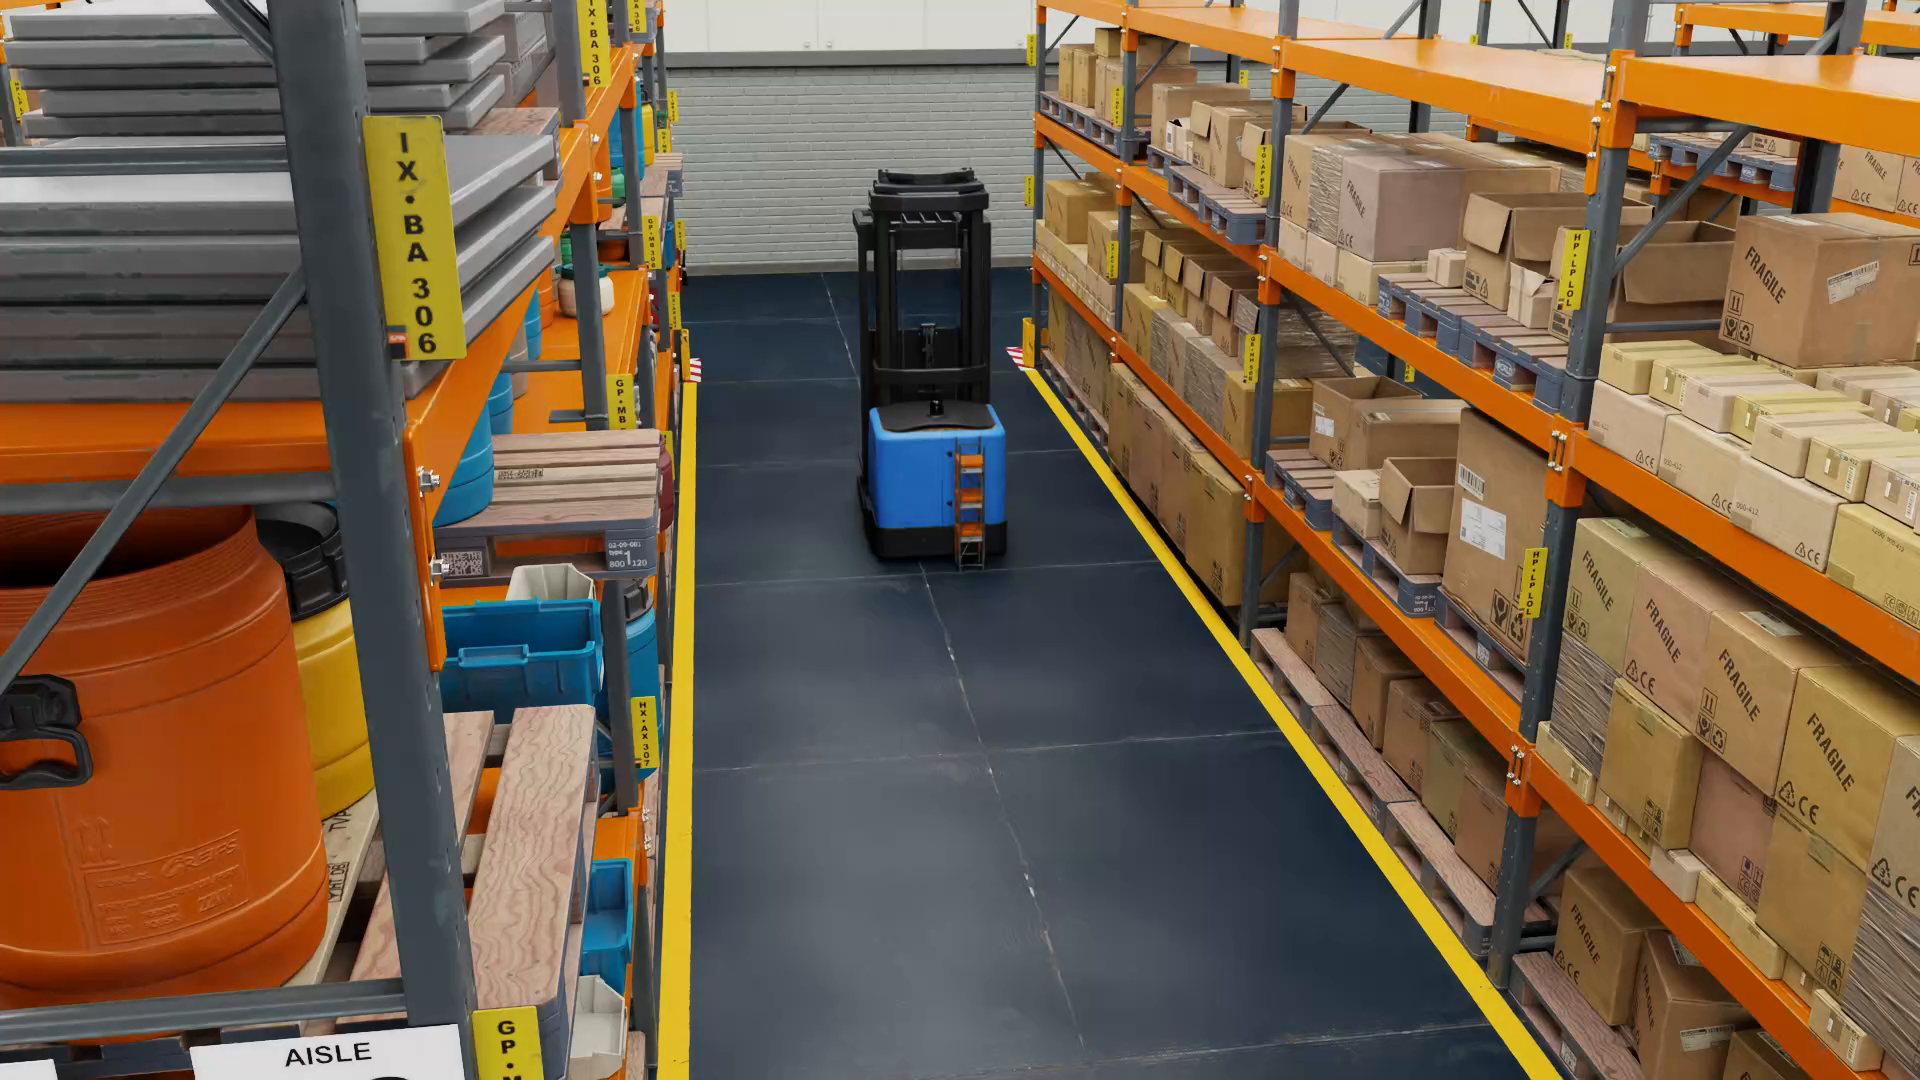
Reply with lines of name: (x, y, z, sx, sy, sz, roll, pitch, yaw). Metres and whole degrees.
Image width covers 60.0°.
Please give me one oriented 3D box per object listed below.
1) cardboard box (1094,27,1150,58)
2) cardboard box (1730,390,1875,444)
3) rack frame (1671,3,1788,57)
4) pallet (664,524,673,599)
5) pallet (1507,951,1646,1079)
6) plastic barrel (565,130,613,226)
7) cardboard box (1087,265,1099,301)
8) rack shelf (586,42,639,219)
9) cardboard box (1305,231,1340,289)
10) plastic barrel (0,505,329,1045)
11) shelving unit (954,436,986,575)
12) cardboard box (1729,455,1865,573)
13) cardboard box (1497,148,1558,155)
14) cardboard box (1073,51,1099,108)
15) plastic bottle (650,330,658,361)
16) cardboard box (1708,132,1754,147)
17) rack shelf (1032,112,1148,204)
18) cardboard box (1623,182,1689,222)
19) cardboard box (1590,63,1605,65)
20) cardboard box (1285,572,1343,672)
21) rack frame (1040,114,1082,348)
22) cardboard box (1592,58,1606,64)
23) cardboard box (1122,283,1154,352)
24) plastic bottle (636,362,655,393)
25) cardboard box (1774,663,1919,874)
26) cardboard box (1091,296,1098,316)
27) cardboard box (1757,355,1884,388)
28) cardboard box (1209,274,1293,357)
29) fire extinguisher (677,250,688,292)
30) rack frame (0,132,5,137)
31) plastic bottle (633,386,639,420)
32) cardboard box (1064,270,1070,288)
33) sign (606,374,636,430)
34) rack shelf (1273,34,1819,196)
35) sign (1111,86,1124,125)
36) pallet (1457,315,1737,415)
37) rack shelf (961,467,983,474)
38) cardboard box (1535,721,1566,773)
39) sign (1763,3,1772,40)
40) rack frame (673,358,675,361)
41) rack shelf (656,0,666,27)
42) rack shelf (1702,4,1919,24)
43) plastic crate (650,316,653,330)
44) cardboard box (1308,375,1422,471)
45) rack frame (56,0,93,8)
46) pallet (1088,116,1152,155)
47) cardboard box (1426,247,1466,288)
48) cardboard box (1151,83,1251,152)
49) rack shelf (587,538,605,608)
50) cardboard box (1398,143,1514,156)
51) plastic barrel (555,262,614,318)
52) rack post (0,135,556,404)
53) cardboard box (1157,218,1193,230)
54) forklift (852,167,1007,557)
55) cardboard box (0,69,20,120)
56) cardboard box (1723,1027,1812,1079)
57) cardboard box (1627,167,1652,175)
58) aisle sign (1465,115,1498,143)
cardboard box: (1.602, -4.799, 16.032, 0.500, 0.250, 0.500, -4, 21, -9)
cardboard box: (2.995, -0.424, 5.921, 0.380, 0.149, 0.250, -2, 21, -6)
rack frame: (6.820, -5.092, 14.489, 1.000, 3.000, 0.127, -3, 21, -8)
pallet: (-2.755, 0.182, 12.927, 1.003, 0.211, 1.213, -3, 21, -8)
pallet: (3.183, 2.240, 7.417, 1.003, 0.211, 1.213, -3, 21, -8)
plastic barrel: (-2.506, -2.432, 10.439, 0.600, 0.830, 0.708, -3, 21, -8)
cardboard box: (1.497, -2.455, 15.790, 0.500, 0.250, 0.500, -2, 21, -6)
rack shelf: (-2.139, -2.026, 7.878, 1.077, 0.370, 4.000, -3, 21, -8)
cardboard box: (2.364, -1.663, 9.810, 0.500, 0.250, 0.500, -2, 21, -6)
plastic barrel: (-1.470, 0.373, 2.930, 0.600, 0.830, 0.708, -3, 21, -8)
shelving unit: (0.077, -0.269, 12.935, 0.215, 1.050, 0.252, -2, 21, -7)
cardboard box: (3.004, -0.108, 5.644, 0.500, 0.250, 0.500, -4, 21, -10)
cardboard box: (6.125, -3.978, 18.083, 0.500, 0.500, 0.500, -2, 21, -6)
cardboard box: (1.533, -4.592, 16.552, 0.700, 0.500, 0.500, -4, 21, -11)
plastic bottle: (-2.627, -1.639, 13.994, 0.152, 0.276, 0.135, -3, 21, -8)
cardboard box: (6.739, -3.527, 14.112, 0.500, 0.311, 0.500, -3, 21, -9)
rack shelf: (1.609, -3.827, 16.418, 1.077, 0.370, 4.000, -3, 21, -8)
cardboard box: (6.485, -3.086, 15.694, 0.500, 0.500, 0.500, -4, 21, -10)
cardboard box: (6.236, -4.666, 16.564, 0.380, 0.149, 0.250, -3, 21, -9)
cardboard box: (2.590, 0.514, 10.997, 0.700, 0.500, 0.500, -4, 21, -11)
rack frame: (1.324, -3.452, 18.671, 0.949, 2.616, 0.053, -3, 21, -8)
cardboard box: (6.736, -4.877, 17.131, 0.380, 0.149, 0.250, -2, 21, -7)
cardboard box: (1.716, -1.942, 14.485, 0.500, 0.500, 0.500, -3, 21, -8)
plastic bottle: (-2.482, -1.291, 13.063, 0.152, 0.276, 0.135, -3, 21, -8)
cardboard box: (3.092, 0.736, 5.462, 0.500, 0.500, 0.500, -3, 21, -8)
cardboard box: (1.455, -2.216, 15.722, 0.380, 0.149, 0.250, -3, 21, -9)
cardboard box: (3.332, -0.624, 6.456, 0.380, 0.149, 0.250, -3, 21, -7)
cardboard box: (2.294, -1.678, 12.346, 0.797, 0.503, 0.637, -2, 21, -6)
fire extinguisher: (-3.152, -3.066, 18.282, 0.296, 0.674, 0.183, -3, 21, -8)
rack frame: (-7.909, -4.379, 12.578, 0.949, 2.616, 0.053, -3, 21, -8)
plastic bottle: (-2.370, -1.020, 12.338, 0.152, 0.276, 0.135, -3, 21, -8)
cardboard box: (1.269, -2.662, 16.915, 0.380, 0.149, 0.250, -3, 21, -9)
sign: (-1.305, -0.480, 6.415, 0.100, 0.325, 0.005, -3, 21, -8)
rack shelf: (2.762, -2.275, 8.547, 1.077, 0.370, 4.000, -3, 21, -8)
sign: (1.349, -3.723, 14.257, 0.100, 0.325, 0.005, -3, 21, -8)
pallet: (3.067, -0.833, 7.641, 1.213, 0.211, 1.003, -3, 21, -8)
rack shelf: (0.077, -0.572, 12.822, 0.166, 0.050, 0.221, -2, 21, -7)
cardboard box: (2.784, 0.910, 7.351, 0.380, 0.149, 0.250, -3, 21, -8)
sign: (10.331, -7.155, 21.715, 10.293, 4.268, 5.818, -3, 21, -8)
rack frame: (-3.577, -3.202, 18.002, 0.949, 2.616, 0.053, -3, 21, -8)
rack shelf: (-3.292, -4.795, 15.294, 1.077, 0.370, 4.000, -3, 21, -8)
rack shelf: (7.109, -4.001, 12.784, 0.919, 0.052, 3.809, -3, 21, -8)
plastic crate: (-2.929, -1.890, 14.780, 0.396, 0.136, 0.243, -3, 21, -8)
cardboard box: (2.592, -0.740, 10.669, 0.500, 0.500, 0.500, -6, 21, -14)
rack frame: (-7.332, -1.685, 9.379, 1.000, 5.808, 16.090, -3, 21, -8)
pallet: (1.790, -3.714, 15.213, 1.003, 0.211, 1.213, -3, 21, -8)
cardboard box: (2.681, -1.434, 8.714, 0.380, 0.166, 0.250, -3, 21, -9)
cardboard box: (1.991, -3.515, 13.811, 0.700, 0.500, 0.500, -2, 21, -6)
rack shelf: (-1.562, 0.577, 4.625, 1.077, 0.370, 4.000, -3, 21, -8)
cardboard box: (2.875, -2.039, 9.743, 0.500, 0.500, 0.500, -3, 21, -8)
plastic barrel: (-2.013, -1.344, 8.938, 0.301, 0.262, 0.301, 0, 20, 0)
rack post: (-1.257, -0.507, 2.925, 0.937, 0.300, 0.954, -1, 20, -2)
cardboard box: (2.081, -2.666, 15.284, 0.500, 0.500, 0.500, -3, 21, -8)
forklift: (-0.321, -1.714, 14.115, 1.130, 2.935, 3.031, -2, 21, -7)
cardboard box: (-8.014, -3.655, 13.357, 0.700, 0.500, 0.500, -3, 21, -8)
cardboard box: (3.326, 2.227, 6.439, 0.500, 0.500, 0.500, -5, 21, -13)
cardboard box: (6.895, -3.774, 16.319, 0.522, 1.351, 0.999, -3, 21, -8)
aisle sign: (5.936, -4.895, 18.819, 0.394, 0.787, 0.004, -3, 21, -8)
